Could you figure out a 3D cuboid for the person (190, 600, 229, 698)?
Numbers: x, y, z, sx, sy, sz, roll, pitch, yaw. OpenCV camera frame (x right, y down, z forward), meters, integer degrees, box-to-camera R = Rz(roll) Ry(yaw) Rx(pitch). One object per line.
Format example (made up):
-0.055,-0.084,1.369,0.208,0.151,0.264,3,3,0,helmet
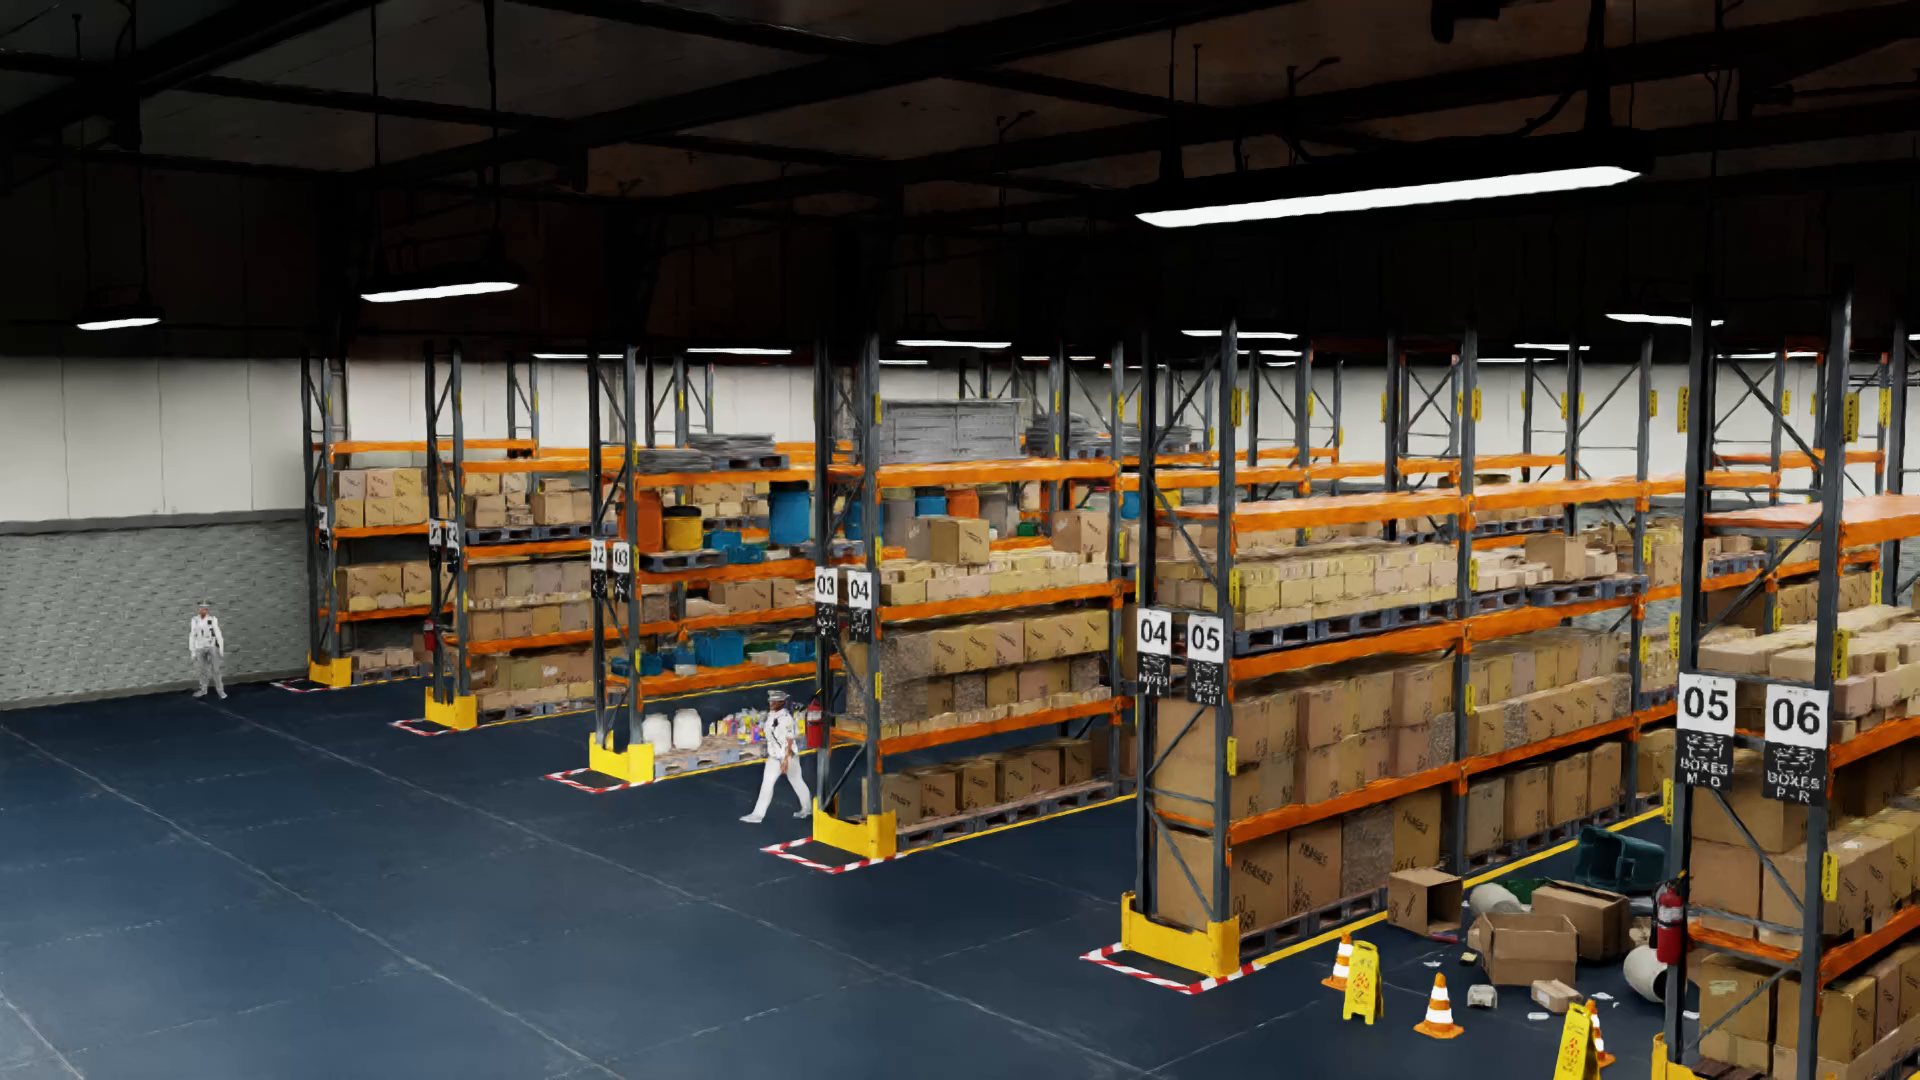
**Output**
-12.736,1.839,28.189,0.668,1.673,0.516,-1,5,-10,person

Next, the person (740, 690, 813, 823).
-2.165,2.582,19.944,0.464,1.618,1.010,5,7,44,person
